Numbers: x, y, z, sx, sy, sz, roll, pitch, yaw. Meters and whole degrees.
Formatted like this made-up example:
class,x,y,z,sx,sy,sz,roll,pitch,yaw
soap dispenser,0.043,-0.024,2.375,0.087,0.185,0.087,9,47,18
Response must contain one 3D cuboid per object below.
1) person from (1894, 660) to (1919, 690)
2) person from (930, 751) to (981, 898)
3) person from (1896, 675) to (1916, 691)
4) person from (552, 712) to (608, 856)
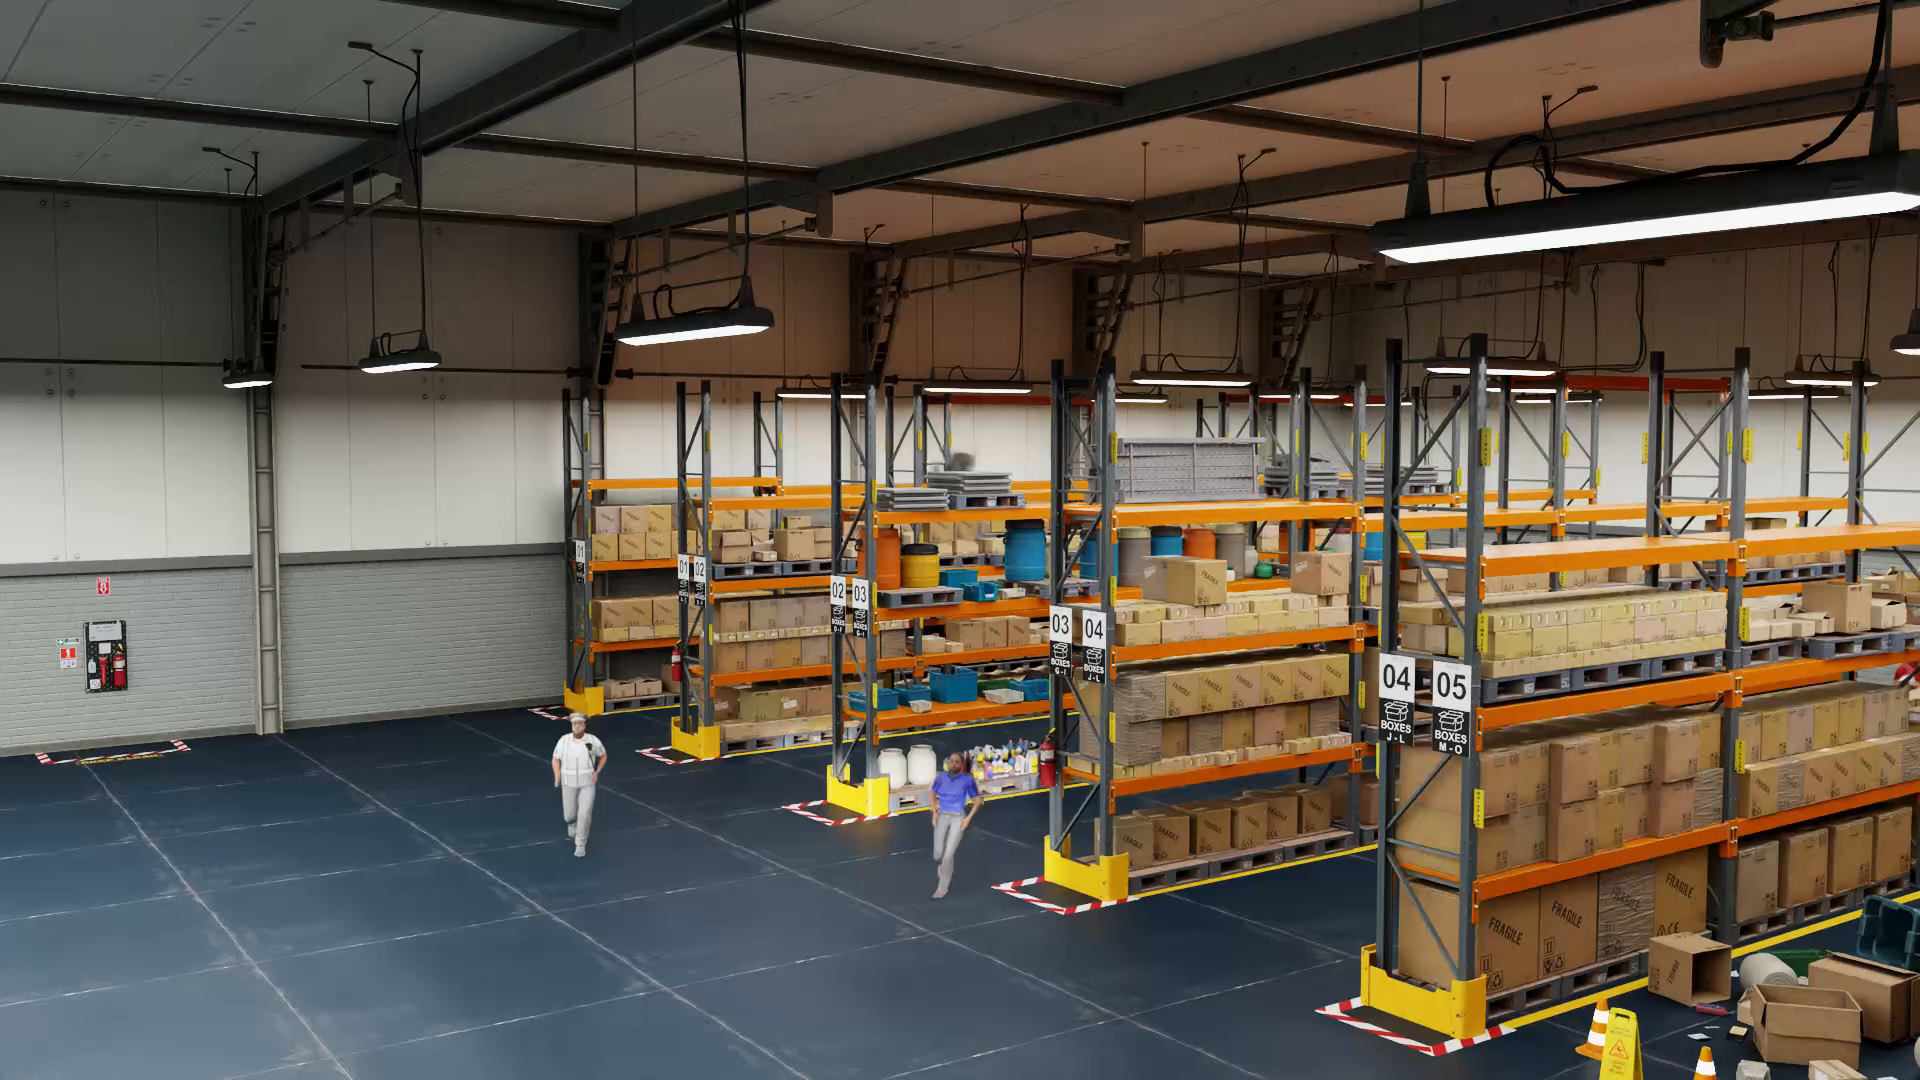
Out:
class,x,y,z,sx,sy,sz,roll,pitch,yaw
person,15.448,2.620,26.842,0.702,1.780,0.738,1,4,17
person,-0.054,3.187,18.724,0.598,1.607,0.607,1,4,13
person,13.228,2.779,23.171,0.923,1.807,0.661,-2,4,-27
person,-4.707,2.986,20.588,0.671,1.749,0.657,-1,4,-9
